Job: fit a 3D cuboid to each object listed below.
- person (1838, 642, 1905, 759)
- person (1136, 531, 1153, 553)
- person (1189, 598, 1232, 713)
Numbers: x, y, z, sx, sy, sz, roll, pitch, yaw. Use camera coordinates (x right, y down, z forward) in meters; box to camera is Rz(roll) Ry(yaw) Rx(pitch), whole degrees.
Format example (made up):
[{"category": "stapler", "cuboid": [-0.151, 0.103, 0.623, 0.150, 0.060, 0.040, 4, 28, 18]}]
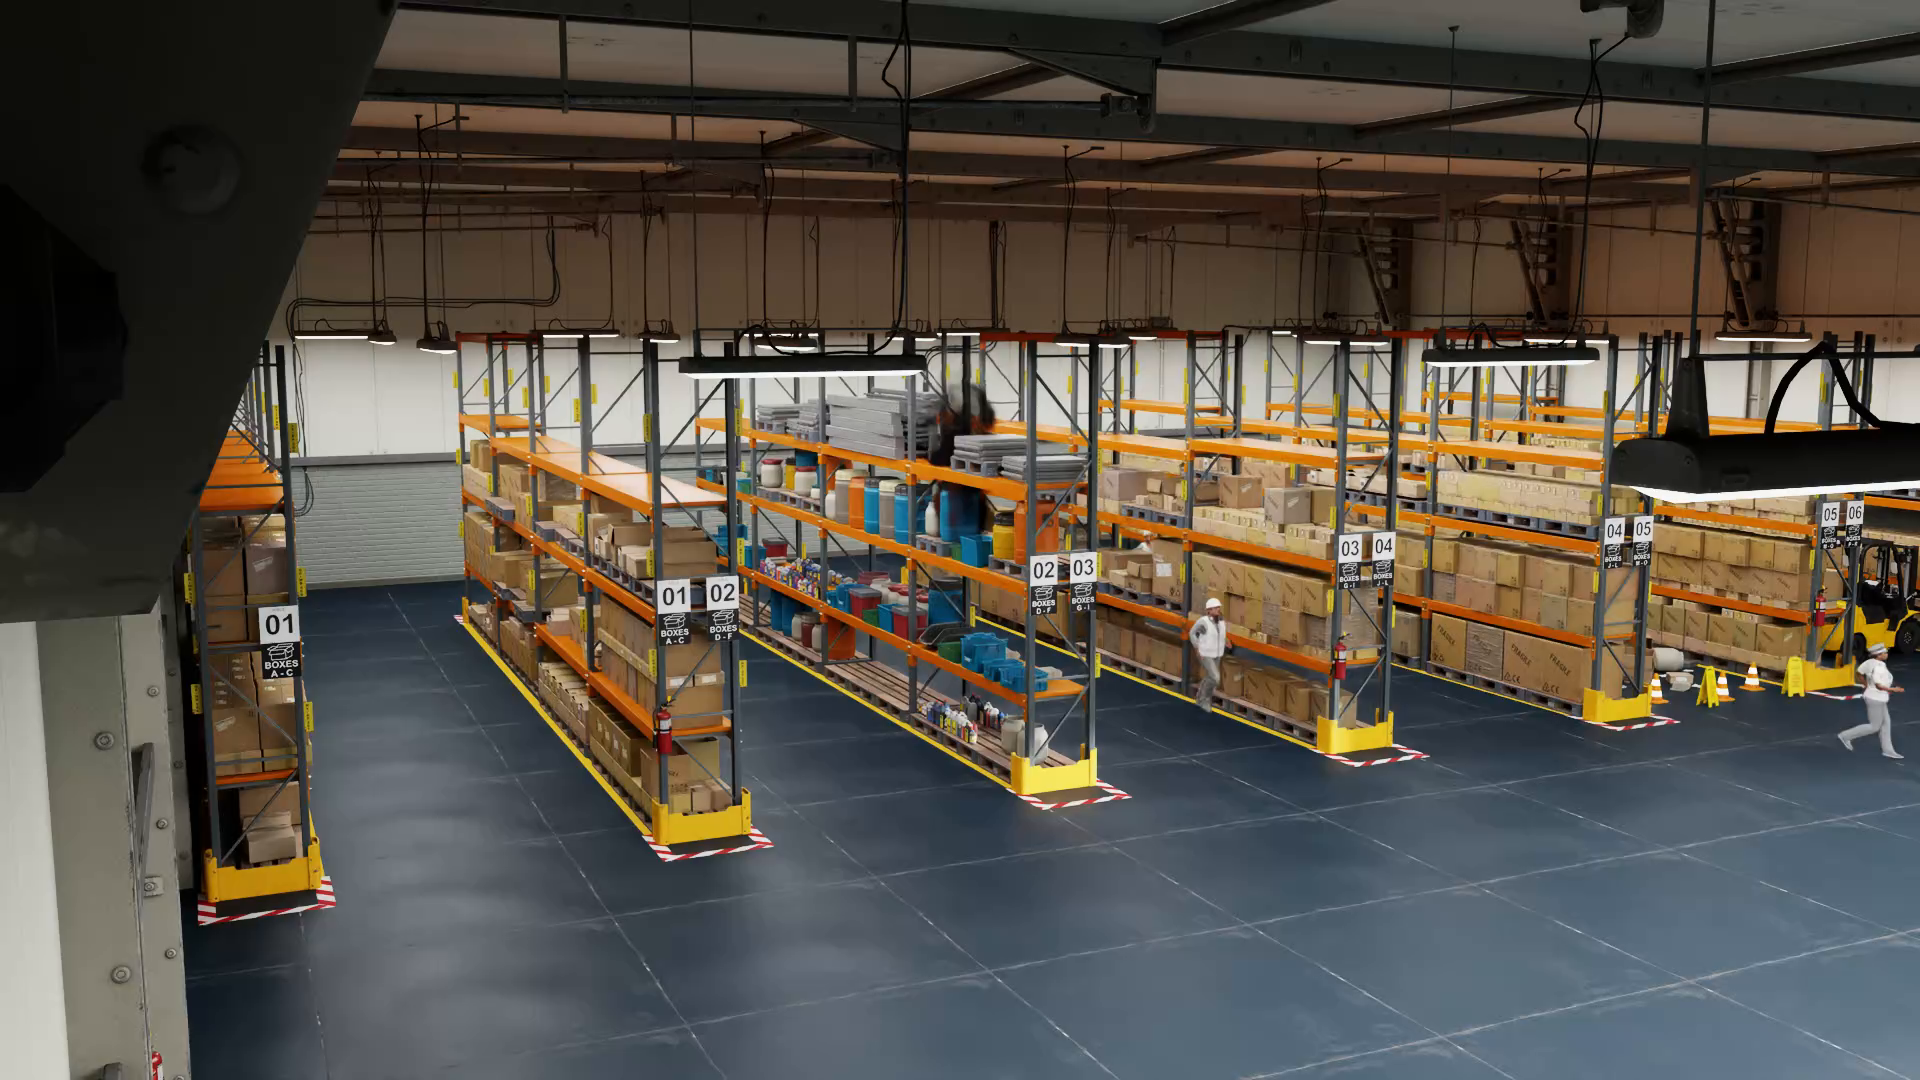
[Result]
[{"category": "person", "cuboid": [13.080, 2.294, 23.799, 0.898, 1.696, 0.580, 2, 8, 16]}, {"category": "person", "cuboid": [4.061, 0.653, 35.777, 0.669, 1.748, 0.848, -3, 8, -22]}, {"category": "person", "cuboid": [3.857, 1.772, 25.457, 0.582, 1.783, 0.726, -5, 9, -34]}]
